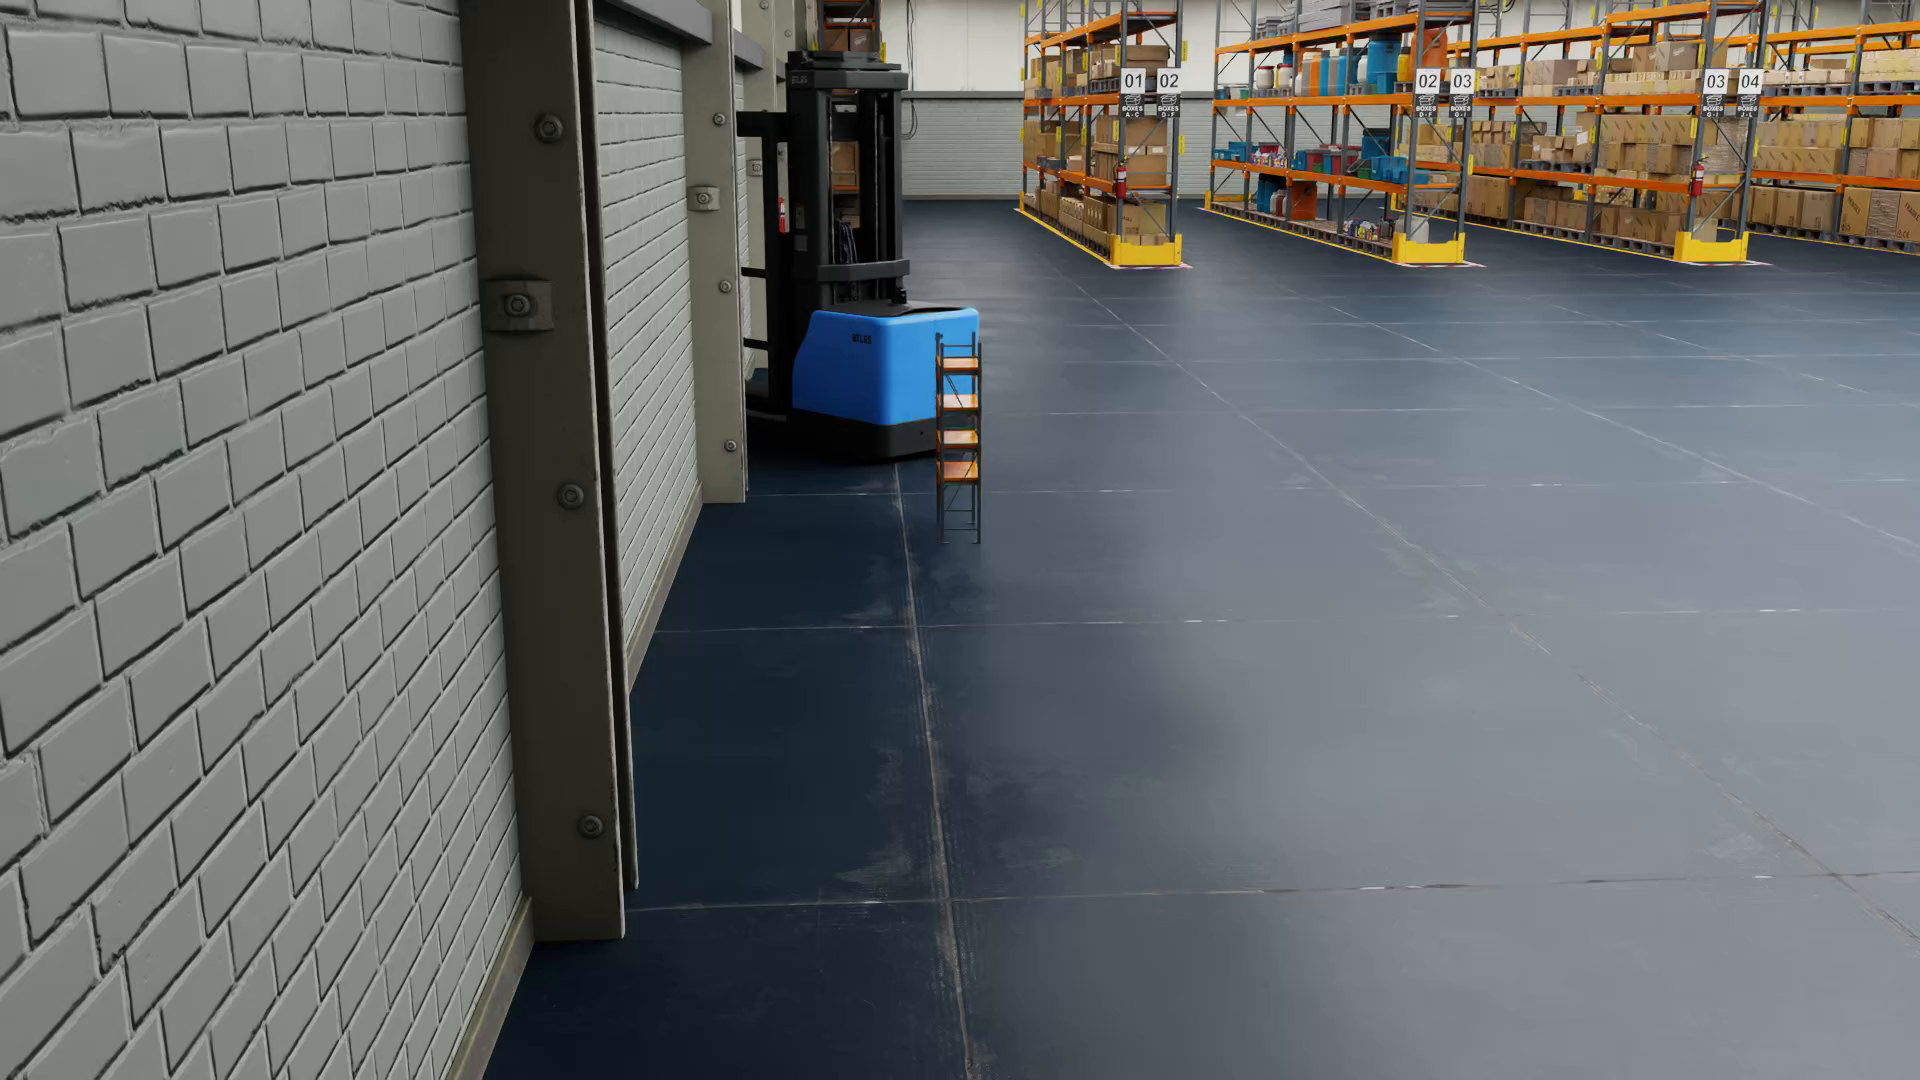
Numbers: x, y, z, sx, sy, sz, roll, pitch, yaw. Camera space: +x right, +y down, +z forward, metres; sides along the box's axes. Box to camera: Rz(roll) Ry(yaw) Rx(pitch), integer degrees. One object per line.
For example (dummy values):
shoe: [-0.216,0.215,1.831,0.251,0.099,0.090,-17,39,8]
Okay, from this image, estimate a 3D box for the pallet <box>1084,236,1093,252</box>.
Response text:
pallet: [2.904,-5.587,31.317,1.003,0.211,1.213,-1,14,-3]

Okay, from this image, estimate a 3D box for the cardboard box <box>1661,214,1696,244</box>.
cardboard box: [12.939,-5.590,29.905,0.500,0.500,0.500,3,15,11]

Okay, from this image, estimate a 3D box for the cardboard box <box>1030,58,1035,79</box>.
cardboard box: [2.148,-11.852,41.845,0.700,0.500,0.500,-1,14,-3]

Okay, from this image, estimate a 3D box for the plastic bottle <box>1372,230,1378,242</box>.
plastic bottle: [7.538,-5.524,30.211,0.097,0.201,0.097,0,14,0]

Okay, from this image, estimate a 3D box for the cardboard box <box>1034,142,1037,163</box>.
cardboard box: [2.081,-9.422,40.427,0.500,0.500,0.500,0,14,-2]

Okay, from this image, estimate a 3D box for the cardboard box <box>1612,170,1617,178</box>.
cardboard box: [12.568,-6.922,31.414,0.380,0.149,0.250,-1,14,-3]

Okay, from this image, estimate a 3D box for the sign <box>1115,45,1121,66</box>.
sign: [2.602,-7.979,27.381,0.100,0.325,0.005,-1,14,-3]

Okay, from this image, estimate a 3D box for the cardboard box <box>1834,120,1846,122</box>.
cardboard box: [21.875,-10.076,40.962,0.500,0.500,0.500,-1,14,-4]

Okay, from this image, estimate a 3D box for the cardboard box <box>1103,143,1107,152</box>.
cardboard box: [2.804,-7.108,30.131,0.380,0.149,0.250,-1,14,-5]

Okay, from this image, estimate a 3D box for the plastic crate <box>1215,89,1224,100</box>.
plastic crate: [6.843,-11.485,42.887,0.497,0.269,0.590,-1,14,-3]

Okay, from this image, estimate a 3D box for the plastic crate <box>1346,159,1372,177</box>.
plastic crate: [7.747,-7.049,31.529,0.767,0.338,0.504,-1,14,-3]

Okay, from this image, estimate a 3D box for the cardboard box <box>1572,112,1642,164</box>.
cardboard box: [12.875,-7.982,32.981,1.000,1.000,1.000,-1,14,-3]

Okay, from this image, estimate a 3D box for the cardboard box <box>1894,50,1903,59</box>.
cardboard box: [17.490,-8.959,30.667,0.380,0.149,0.250,-1,14,-3]

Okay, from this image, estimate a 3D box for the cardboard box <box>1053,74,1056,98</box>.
cardboard box: [2.525,-9.996,36.636,0.910,0.500,0.500,-1,14,-3]

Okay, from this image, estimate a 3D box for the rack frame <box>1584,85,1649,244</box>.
rack frame: [12.785,-7.288,32.332,1.000,3.000,0.127,-1,14,-3]

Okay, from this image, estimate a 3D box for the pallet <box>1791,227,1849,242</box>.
pallet: [17.618,-6.180,33.620,1.003,0.211,1.213,-1,14,-3]

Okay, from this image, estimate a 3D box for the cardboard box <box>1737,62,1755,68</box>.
cardboard box: [17.209,-10.303,36.292,0.396,0.266,0.258,-1,14,-3]

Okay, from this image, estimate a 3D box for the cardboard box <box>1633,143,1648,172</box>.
cardboard box: [12.868,-6.995,30.395,0.875,0.500,0.500,-1,14,-3]

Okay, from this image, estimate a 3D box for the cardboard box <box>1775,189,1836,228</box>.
cardboard box: [17.557,-6.846,34.287,1.050,0.750,0.750,-1,14,-3]

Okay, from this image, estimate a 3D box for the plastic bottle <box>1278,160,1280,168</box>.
plastic bottle: [7.121,-8.363,36.909,0.097,0.201,0.097,0,14,0]

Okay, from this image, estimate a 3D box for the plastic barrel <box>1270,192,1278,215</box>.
plastic barrel: [7.352,-7.746,38.262,0.421,0.512,0.421,0,14,0]

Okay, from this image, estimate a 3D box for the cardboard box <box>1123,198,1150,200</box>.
cardboard box: [3.198,-6.010,30.536,0.500,0.500,0.500,-1,14,-3]

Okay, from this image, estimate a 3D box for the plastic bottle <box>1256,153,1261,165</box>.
plastic bottle: [7.017,-8.929,38.959,0.152,0.276,0.135,-1,14,-3]

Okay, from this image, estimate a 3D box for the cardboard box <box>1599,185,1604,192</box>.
cardboard box: [16.814,-9.107,43.087,0.380,0.149,0.250,-2,15,-6]

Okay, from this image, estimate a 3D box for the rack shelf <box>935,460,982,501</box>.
rack shelf: [-0.010,-0.365,10.103,0.258,0.148,0.480,-1,14,-3]

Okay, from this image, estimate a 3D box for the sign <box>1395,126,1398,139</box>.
sign: [11.487,-10.723,43.786,0.100,0.325,0.005,-1,14,-3]

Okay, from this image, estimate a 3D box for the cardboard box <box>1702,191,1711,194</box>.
cardboard box: [17.147,-7.982,37.697,0.500,0.250,0.500,-1,14,-3]

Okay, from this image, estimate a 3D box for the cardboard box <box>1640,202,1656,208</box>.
cardboard box: [16.881,-8.244,40.926,0.380,0.149,0.250,-1,14,-3]

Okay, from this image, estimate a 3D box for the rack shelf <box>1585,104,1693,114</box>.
rack shelf: [17.122,-10.931,41.913,1.077,0.370,4.000,-1,14,-3]

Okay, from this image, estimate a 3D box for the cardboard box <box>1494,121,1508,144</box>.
cardboard box: [12.470,-9.161,37.398,0.797,0.503,0.637,-1,14,-2]

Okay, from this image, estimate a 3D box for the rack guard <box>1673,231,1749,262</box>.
rack guard: [13.028,-5.101,28.850,1.175,0.500,0.348,-1,14,-3]

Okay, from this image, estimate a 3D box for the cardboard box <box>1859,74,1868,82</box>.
cardboard box: [17.424,-8.826,31.752,0.380,0.149,0.250,-1,14,-4]

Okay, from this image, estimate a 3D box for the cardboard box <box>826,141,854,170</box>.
cardboard box: [-2.040,-6.478,27.939,0.500,0.500,0.500,-1,14,-4]

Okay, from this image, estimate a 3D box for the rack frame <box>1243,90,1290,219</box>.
rack frame: [7.345,-9.201,39.767,1.000,3.000,0.127,-1,14,-3]

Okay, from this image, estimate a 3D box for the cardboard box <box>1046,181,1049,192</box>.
cardboard box: [2.250,-8.118,38.188,0.500,0.250,0.500,-1,14,-3]

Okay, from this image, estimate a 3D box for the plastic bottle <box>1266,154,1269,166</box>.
plastic bottle: [7.052,-8.676,37.986,0.097,0.271,0.097,0,14,0]

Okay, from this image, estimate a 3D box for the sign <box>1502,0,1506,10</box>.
sign: [12.830,-12.685,39.235,0.100,0.325,0.005,-1,14,-3]

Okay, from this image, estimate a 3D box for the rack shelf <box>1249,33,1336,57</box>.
rack shelf: [7.469,-11.067,37.226,1.077,0.370,4.000,-1,14,-3]

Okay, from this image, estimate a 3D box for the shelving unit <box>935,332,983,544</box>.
shelving unit: [-0.010,-0.622,10.037,0.258,1.200,0.503,-1,14,-3]

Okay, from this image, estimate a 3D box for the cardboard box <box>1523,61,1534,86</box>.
cardboard box: [12.309,-9.905,35.280,0.500,0.500,0.500,-1,14,-3]

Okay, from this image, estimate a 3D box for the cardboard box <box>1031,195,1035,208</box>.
cardboard box: [2.036,-8.360,41.013,0.500,0.311,0.500,-1,14,-3]

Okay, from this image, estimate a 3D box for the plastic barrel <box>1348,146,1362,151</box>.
plastic barrel: [7.955,-7.701,33.665,0.433,0.535,0.433,0,14,0]

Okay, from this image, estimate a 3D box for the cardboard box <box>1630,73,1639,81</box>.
cardboard box: [12.565,-8.515,30.580,0.380,0.149,0.250,-1,14,-4]

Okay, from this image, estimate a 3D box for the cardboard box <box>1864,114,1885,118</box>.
cardboard box: [22.419,-10.360,40.762,0.380,0.149,0.250,-1,14,-4]

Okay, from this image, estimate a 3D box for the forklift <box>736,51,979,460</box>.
forklift: [-1.229,-2.299,13.078,1.130,2.935,3.031,-14,20,-42]

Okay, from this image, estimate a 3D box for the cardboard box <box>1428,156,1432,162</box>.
cardboard box: [11.879,-9.483,41.366,0.380,0.149,0.250,-1,14,-2]

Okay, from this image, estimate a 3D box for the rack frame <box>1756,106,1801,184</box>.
rack frame: [21.932,-10.425,44.525,1.000,3.000,0.127,-1,14,-3]

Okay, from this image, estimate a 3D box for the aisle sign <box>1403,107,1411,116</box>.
aisle sign: [11.737,-11.545,43.659,0.394,0.787,0.004,-1,14,-3]

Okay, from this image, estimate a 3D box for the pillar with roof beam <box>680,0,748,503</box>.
pillar with roof beam: [2.706,-4.720,10.310,9.100,9.000,0.400,-1,14,-3]

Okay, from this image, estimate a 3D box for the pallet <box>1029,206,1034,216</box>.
pallet: [2.281,-8.250,41.667,1.003,0.211,1.213,-1,14,-3]

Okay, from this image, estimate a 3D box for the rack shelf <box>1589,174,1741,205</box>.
rack shelf: [12.908,-6.442,30.488,1.077,0.370,4.000,-1,14,-3]

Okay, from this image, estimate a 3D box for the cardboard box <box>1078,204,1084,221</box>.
cardboard box: [2.586,-6.376,32.336,0.500,0.311,0.500,-1,14,-3]

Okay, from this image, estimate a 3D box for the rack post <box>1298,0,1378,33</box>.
rack post: [7.633,-10.702,33.160,1.013,1.000,3.121,-1,14,-3]

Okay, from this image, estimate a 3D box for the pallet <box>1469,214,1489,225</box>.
pallet: [12.491,-7.432,38.489,1.003,0.211,1.213,-1,14,-3]

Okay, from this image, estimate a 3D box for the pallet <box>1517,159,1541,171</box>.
pallet: [12.687,-8.014,35.540,1.213,0.211,1.003,-1,14,-3]
